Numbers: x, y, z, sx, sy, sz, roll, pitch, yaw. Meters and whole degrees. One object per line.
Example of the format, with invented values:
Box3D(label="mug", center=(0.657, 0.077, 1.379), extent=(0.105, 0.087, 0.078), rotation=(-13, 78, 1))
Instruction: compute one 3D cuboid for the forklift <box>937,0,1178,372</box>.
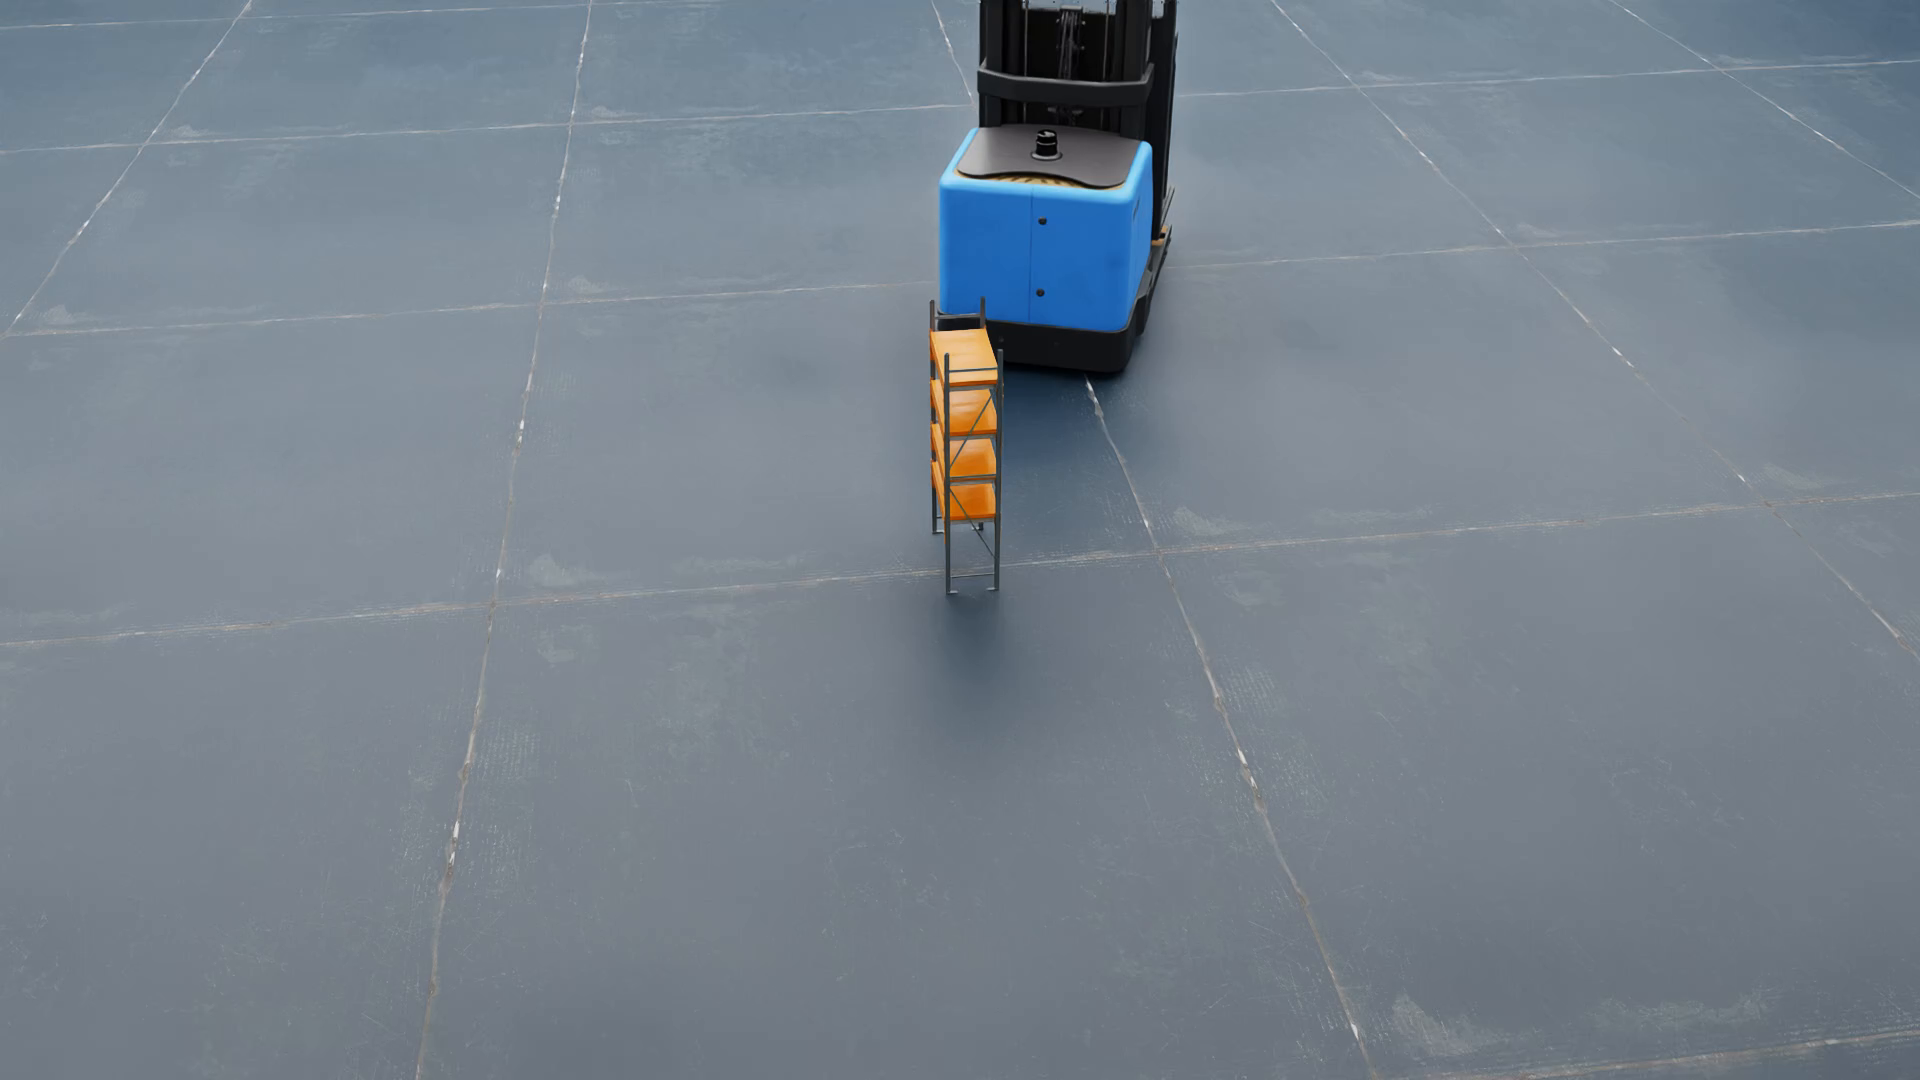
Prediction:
Box3D(label="forklift", center=(0.705, -2.939, 9.459), extent=(1.130, 2.935, 3.031), rotation=(7, 35, 11))

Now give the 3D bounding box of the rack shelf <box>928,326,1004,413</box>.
Box3D(label="rack shelf", center=(0.022, -0.728, 7.055), extent=(0.258, 0.148, 0.480), rotation=(-4, 35, -6))

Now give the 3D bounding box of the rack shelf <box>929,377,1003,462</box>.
Box3D(label="rack shelf", center=(0.022, -0.533, 7.188), extent=(0.258, 0.148, 0.480), rotation=(-4, 35, -6))

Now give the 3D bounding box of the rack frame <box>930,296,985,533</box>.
Box3D(label="rack frame", center=(-0.011, -0.540, 7.476), extent=(0.240, 1.200, 0.015), rotation=(-4, 35, -6))

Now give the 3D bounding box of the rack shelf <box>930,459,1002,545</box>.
Box3D(label="rack shelf", center=(0.022, -0.184, 7.426), extent=(0.258, 0.148, 0.480), rotation=(-4, 35, -6))

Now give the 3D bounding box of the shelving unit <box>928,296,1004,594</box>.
Box3D(label="shelving unit", center=(0.022, -0.403, 7.277), extent=(0.258, 1.200, 0.503), rotation=(-4, 35, -6))

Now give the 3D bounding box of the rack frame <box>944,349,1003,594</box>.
Box3D(label="rack frame", center=(0.055, -0.267, 7.077), extent=(0.240, 1.200, 0.015), rotation=(-4, 35, -6))

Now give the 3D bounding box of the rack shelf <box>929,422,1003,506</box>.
Box3D(label="rack shelf", center=(0.022, -0.348, 7.314), extent=(0.258, 0.148, 0.480), rotation=(-4, 35, -6))
